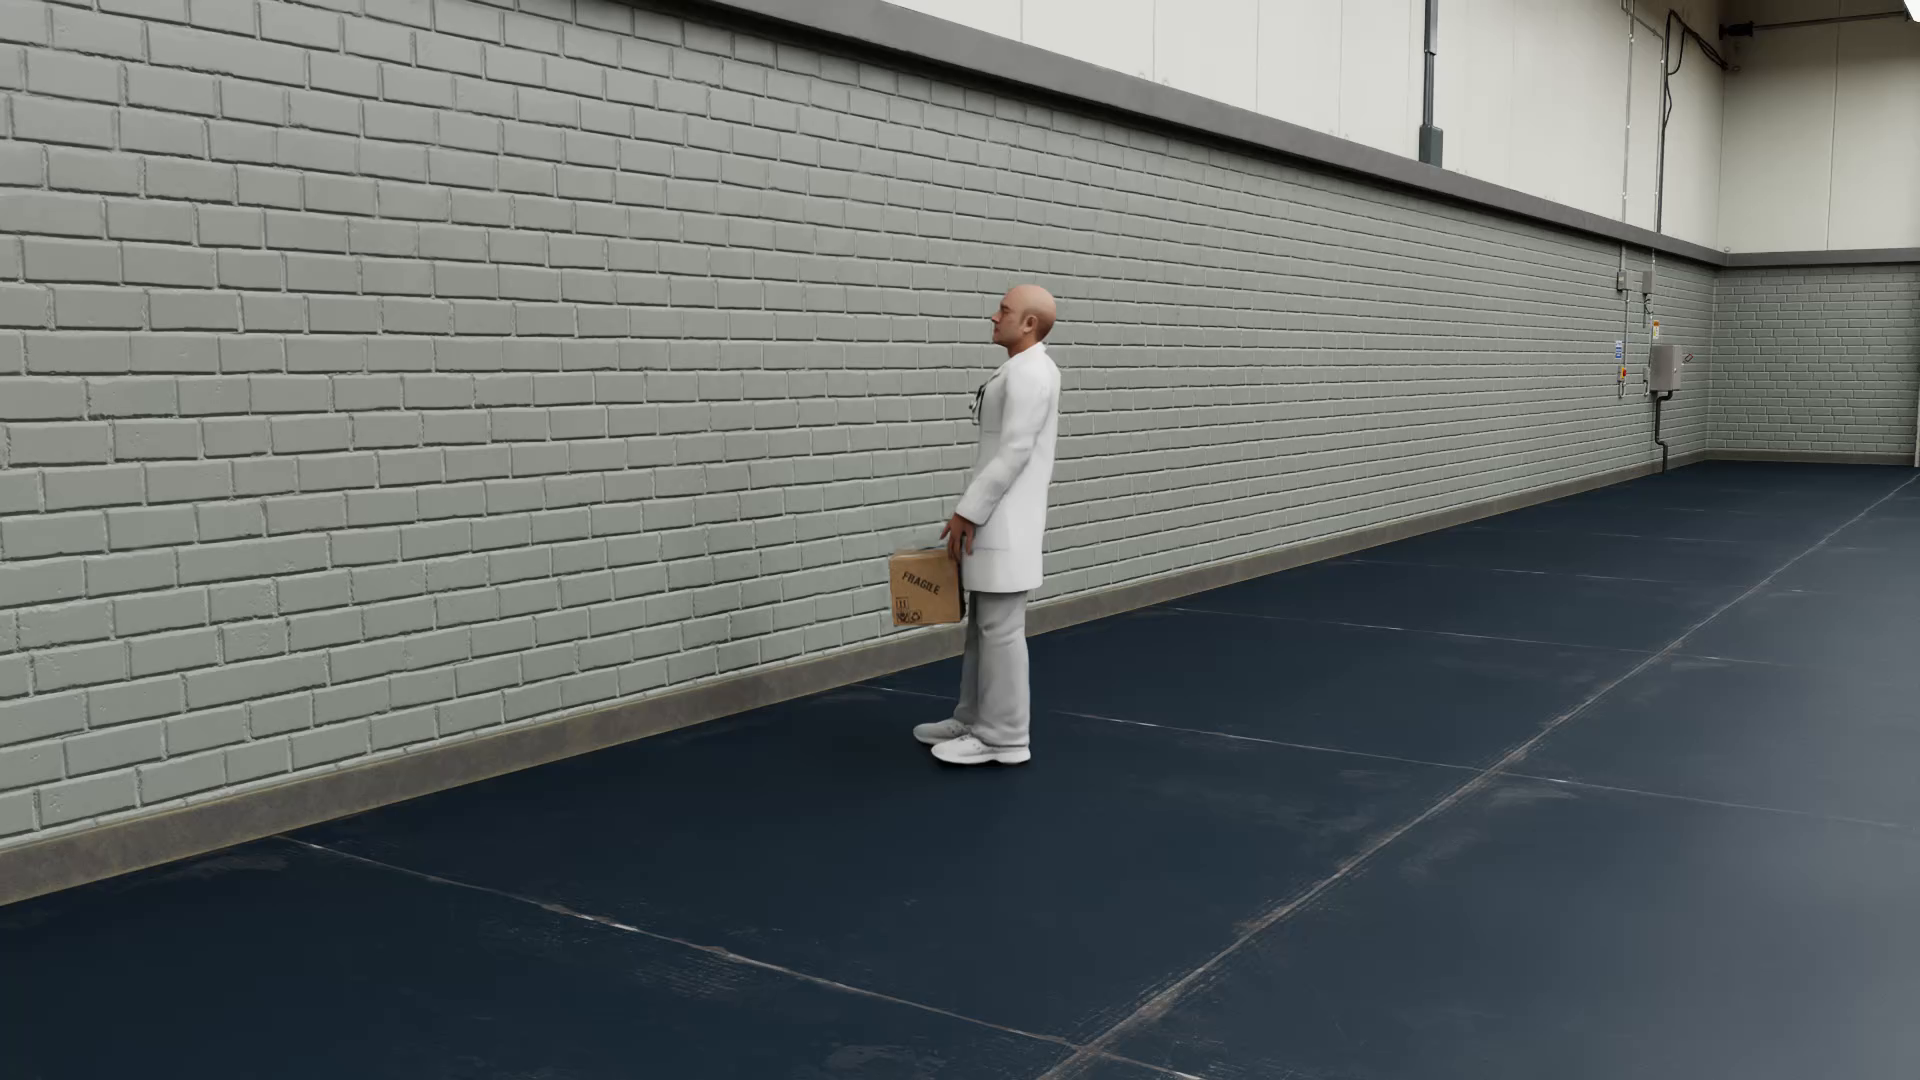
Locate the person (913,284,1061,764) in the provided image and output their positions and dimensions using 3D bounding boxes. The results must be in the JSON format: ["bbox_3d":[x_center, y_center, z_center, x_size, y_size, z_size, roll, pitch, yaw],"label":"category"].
[{"bbox_3d":[0.079,-0.054,6.197,0.576,1.776,0.612,1,6,5],"label":"person"}]
